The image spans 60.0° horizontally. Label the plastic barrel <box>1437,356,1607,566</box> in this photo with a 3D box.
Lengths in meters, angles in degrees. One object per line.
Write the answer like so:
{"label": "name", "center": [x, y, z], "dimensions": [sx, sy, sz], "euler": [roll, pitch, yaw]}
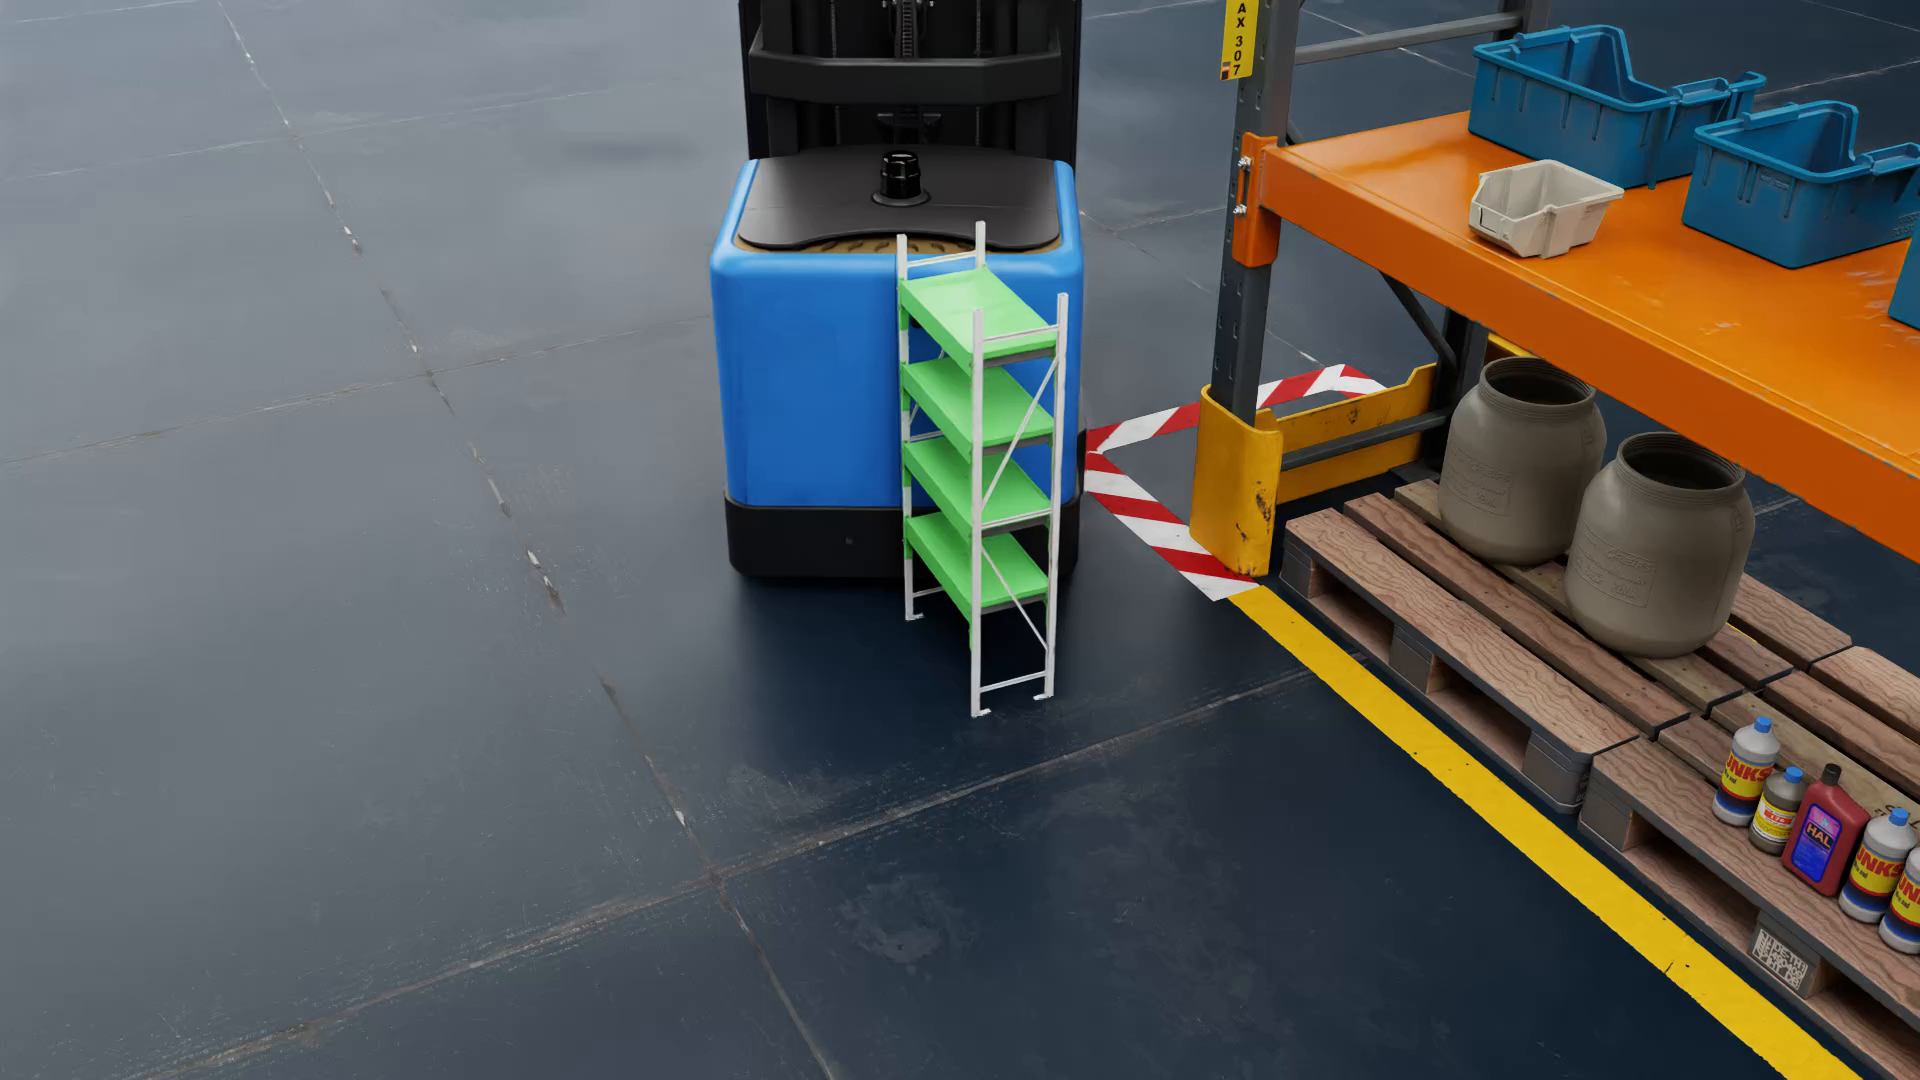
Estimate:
{"label": "plastic barrel", "center": [1.600, -0.225, 4.737], "dimensions": [0.421, 0.512, 0.421], "euler": [0, 33, 0]}

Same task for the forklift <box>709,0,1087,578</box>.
{"label": "forklift", "center": [-0.154, -1.877, 5.463], "dimensions": [1.130, 2.935, 3.031], "euler": [0, 33, 1]}

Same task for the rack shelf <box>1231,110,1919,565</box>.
{"label": "rack shelf", "center": [2.158, -0.133, 3.344], "dimensions": [1.077, 0.370, 4.000], "euler": [-16, 36, -23]}

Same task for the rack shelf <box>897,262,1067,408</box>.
{"label": "rack shelf", "center": [0.047, -0.524, 4.184], "dimensions": [0.258, 0.148, 0.480], "euler": [-13, 35, -19]}

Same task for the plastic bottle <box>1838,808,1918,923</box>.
{"label": "plastic bottle", "center": [1.955, 0.681, 3.528], "dimensions": [0.097, 0.271, 0.097], "euler": [0, 33, 0]}

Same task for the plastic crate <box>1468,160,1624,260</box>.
{"label": "plastic crate", "center": [1.358, -0.771, 3.918], "dimensions": [0.298, 0.136, 0.250], "euler": [-16, 36, -23]}

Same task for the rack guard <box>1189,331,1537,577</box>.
{"label": "rack guard", "center": [1.302, -0.313, 5.276], "dimensions": [1.175, 0.500, 0.348], "euler": [-16, 36, -23]}

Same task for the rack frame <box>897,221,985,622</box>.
{"label": "rack frame", "center": [-0.048, -0.294, 4.597], "dimensions": [0.240, 1.200, 0.015], "euler": [-13, 35, -19]}

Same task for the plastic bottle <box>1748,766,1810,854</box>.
{"label": "plastic bottle", "center": [1.843, 0.596, 3.726], "dimensions": [0.097, 0.201, 0.097], "euler": [0, 33, 0]}

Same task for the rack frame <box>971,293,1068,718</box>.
{"label": "rack frame", "center": [0.143, -0.052, 4.219], "dimensions": [0.240, 1.200, 0.015], "euler": [-13, 35, -19]}

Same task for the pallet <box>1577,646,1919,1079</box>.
{"label": "pallet", "center": [2.241, 0.779, 3.839], "dimensions": [1.003, 0.211, 1.213], "euler": [-16, 36, -23]}

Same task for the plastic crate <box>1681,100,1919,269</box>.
{"label": "plastic crate", "center": [2.021, -0.853, 3.938], "dimensions": [0.499, 0.251, 0.408], "euler": [-16, 36, -23]}

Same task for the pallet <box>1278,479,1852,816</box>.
{"label": "pallet", "center": [1.676, 0.197, 4.746], "dimensions": [1.003, 0.211, 1.213], "euler": [-16, 36, -23]}

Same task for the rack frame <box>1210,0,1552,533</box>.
{"label": "rack frame", "center": [1.225, -1.390, 4.639], "dimensions": [1.000, 3.000, 0.127], "euler": [-16, 36, -23]}

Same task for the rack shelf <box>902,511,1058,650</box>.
{"label": "rack shelf", "center": [0.047, 0.083, 4.572], "dimensions": [0.258, 0.148, 0.480], "euler": [-13, 35, -19]}

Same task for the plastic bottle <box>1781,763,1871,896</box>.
{"label": "plastic bottle", "center": [1.884, 0.625, 3.605], "dimensions": [0.061, 0.283, 0.133], "euler": [-15, 36, -22]}

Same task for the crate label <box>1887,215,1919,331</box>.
{"label": "crate label", "center": [2.323, -0.595, 3.365], "dimensions": [0.502, 0.435, 0.616], "euler": [-16, 36, -23]}

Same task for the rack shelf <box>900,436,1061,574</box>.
{"label": "rack shelf", "center": [0.047, -0.119, 4.443], "dimensions": [0.258, 0.148, 0.480], "euler": [-13, 35, -19]}

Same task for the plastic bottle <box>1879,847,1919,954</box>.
{"label": "plastic bottle", "center": [2.001, 0.728, 3.454], "dimensions": [0.097, 0.271, 0.097], "euler": [0, 33, 0]}

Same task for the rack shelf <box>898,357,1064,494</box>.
{"label": "rack shelf", "center": [0.047, -0.321, 4.313], "dimensions": [0.258, 0.148, 0.480], "euler": [-13, 35, -19]}

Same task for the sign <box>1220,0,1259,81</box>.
{"label": "sign", "center": [0.737, -1.370, 4.352], "dimensions": [0.100, 0.325, 0.005], "euler": [-16, 36, -23]}

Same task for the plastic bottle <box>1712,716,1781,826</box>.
{"label": "plastic bottle", "center": [1.795, 0.517, 3.784], "dimensions": [0.097, 0.271, 0.097], "euler": [0, 33, 0]}

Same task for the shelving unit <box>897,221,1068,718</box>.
{"label": "shelving unit", "center": [0.047, -0.173, 4.408], "dimensions": [0.258, 1.200, 0.503], "euler": [-13, 35, -19]}

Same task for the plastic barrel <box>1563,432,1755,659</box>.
{"label": "plastic barrel", "center": [1.834, 0.015, 4.364], "dimensions": [0.421, 0.512, 0.421], "euler": [0, 33, 0]}

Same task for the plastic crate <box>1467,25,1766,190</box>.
{"label": "plastic crate", "center": [1.723, -1.164, 4.424], "dimensions": [0.499, 0.251, 0.616], "euler": [-16, 36, -23]}
